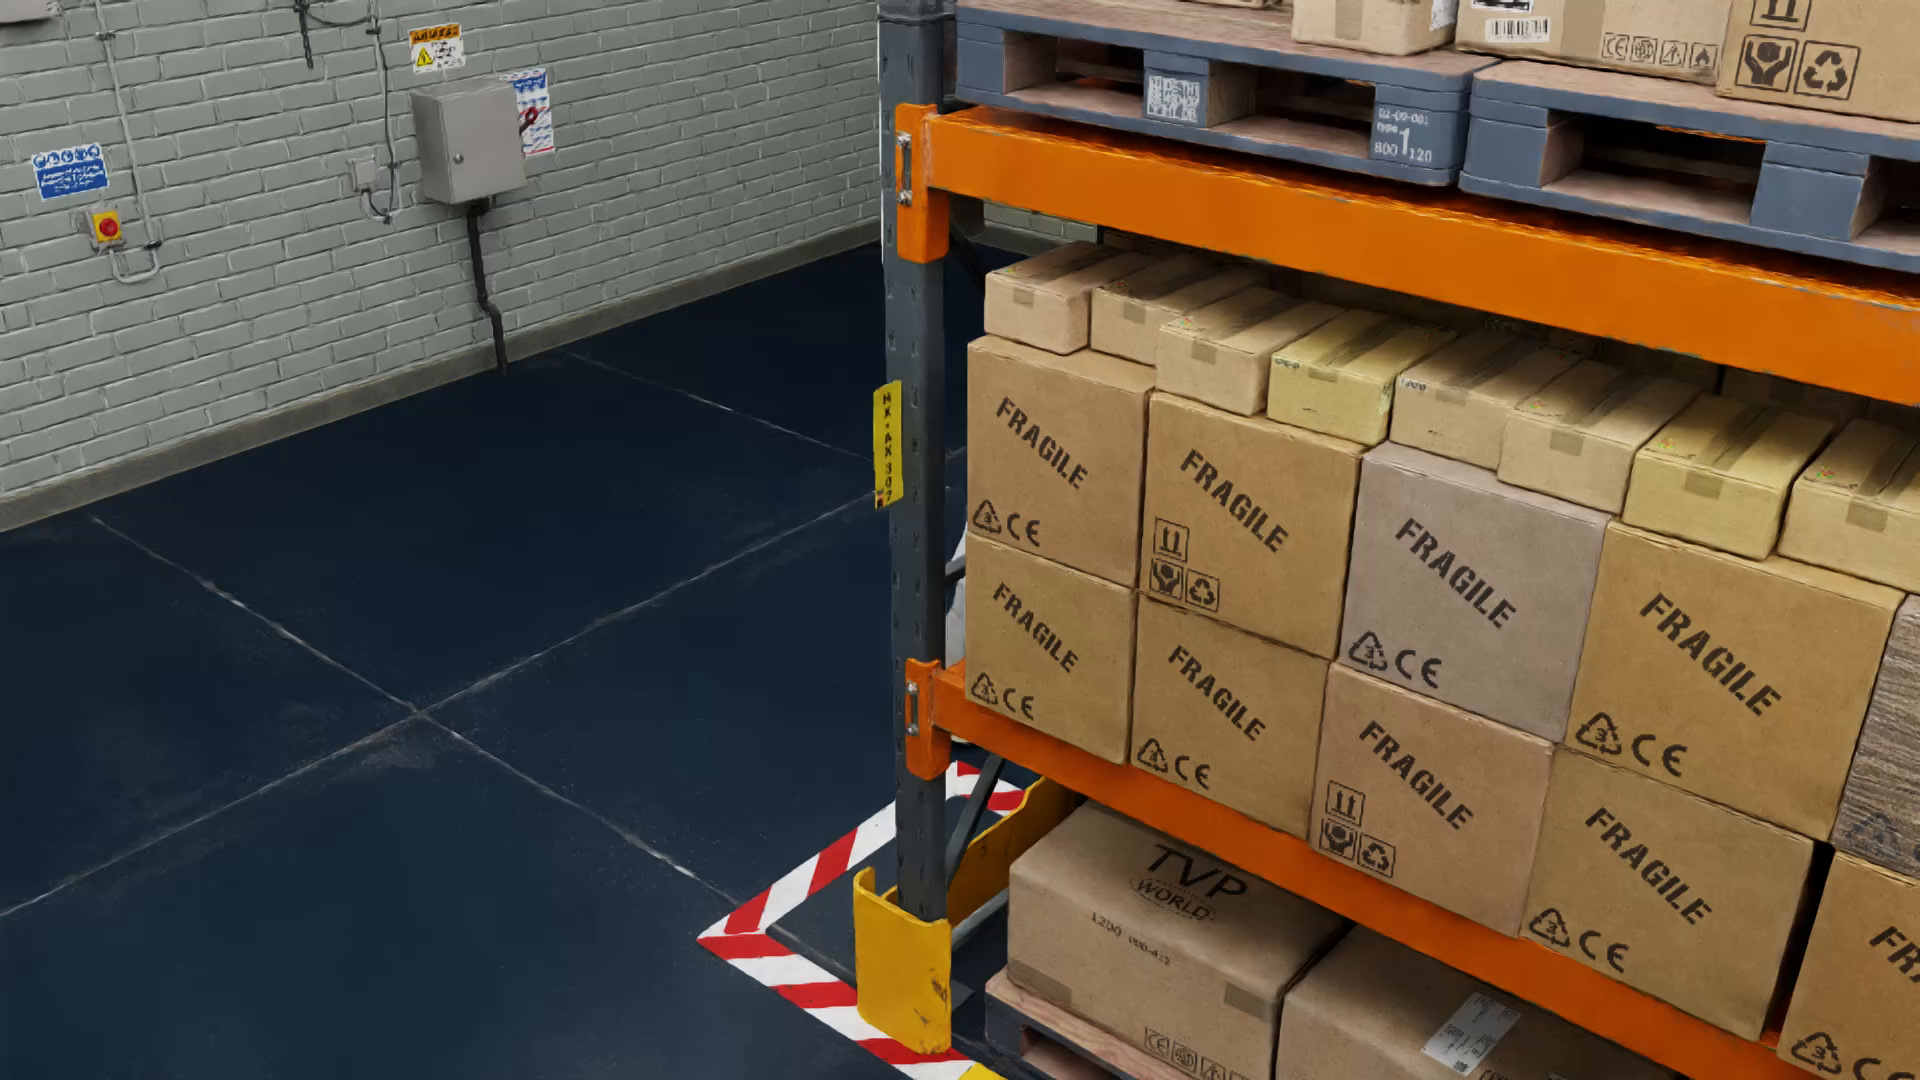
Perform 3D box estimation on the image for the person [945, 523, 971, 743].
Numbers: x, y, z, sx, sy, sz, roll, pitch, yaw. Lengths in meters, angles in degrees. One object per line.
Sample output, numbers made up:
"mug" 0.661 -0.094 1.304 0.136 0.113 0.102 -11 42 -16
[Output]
"person" 0.241 -0.077 6.302 0.848 1.758 0.653 5 27 10
